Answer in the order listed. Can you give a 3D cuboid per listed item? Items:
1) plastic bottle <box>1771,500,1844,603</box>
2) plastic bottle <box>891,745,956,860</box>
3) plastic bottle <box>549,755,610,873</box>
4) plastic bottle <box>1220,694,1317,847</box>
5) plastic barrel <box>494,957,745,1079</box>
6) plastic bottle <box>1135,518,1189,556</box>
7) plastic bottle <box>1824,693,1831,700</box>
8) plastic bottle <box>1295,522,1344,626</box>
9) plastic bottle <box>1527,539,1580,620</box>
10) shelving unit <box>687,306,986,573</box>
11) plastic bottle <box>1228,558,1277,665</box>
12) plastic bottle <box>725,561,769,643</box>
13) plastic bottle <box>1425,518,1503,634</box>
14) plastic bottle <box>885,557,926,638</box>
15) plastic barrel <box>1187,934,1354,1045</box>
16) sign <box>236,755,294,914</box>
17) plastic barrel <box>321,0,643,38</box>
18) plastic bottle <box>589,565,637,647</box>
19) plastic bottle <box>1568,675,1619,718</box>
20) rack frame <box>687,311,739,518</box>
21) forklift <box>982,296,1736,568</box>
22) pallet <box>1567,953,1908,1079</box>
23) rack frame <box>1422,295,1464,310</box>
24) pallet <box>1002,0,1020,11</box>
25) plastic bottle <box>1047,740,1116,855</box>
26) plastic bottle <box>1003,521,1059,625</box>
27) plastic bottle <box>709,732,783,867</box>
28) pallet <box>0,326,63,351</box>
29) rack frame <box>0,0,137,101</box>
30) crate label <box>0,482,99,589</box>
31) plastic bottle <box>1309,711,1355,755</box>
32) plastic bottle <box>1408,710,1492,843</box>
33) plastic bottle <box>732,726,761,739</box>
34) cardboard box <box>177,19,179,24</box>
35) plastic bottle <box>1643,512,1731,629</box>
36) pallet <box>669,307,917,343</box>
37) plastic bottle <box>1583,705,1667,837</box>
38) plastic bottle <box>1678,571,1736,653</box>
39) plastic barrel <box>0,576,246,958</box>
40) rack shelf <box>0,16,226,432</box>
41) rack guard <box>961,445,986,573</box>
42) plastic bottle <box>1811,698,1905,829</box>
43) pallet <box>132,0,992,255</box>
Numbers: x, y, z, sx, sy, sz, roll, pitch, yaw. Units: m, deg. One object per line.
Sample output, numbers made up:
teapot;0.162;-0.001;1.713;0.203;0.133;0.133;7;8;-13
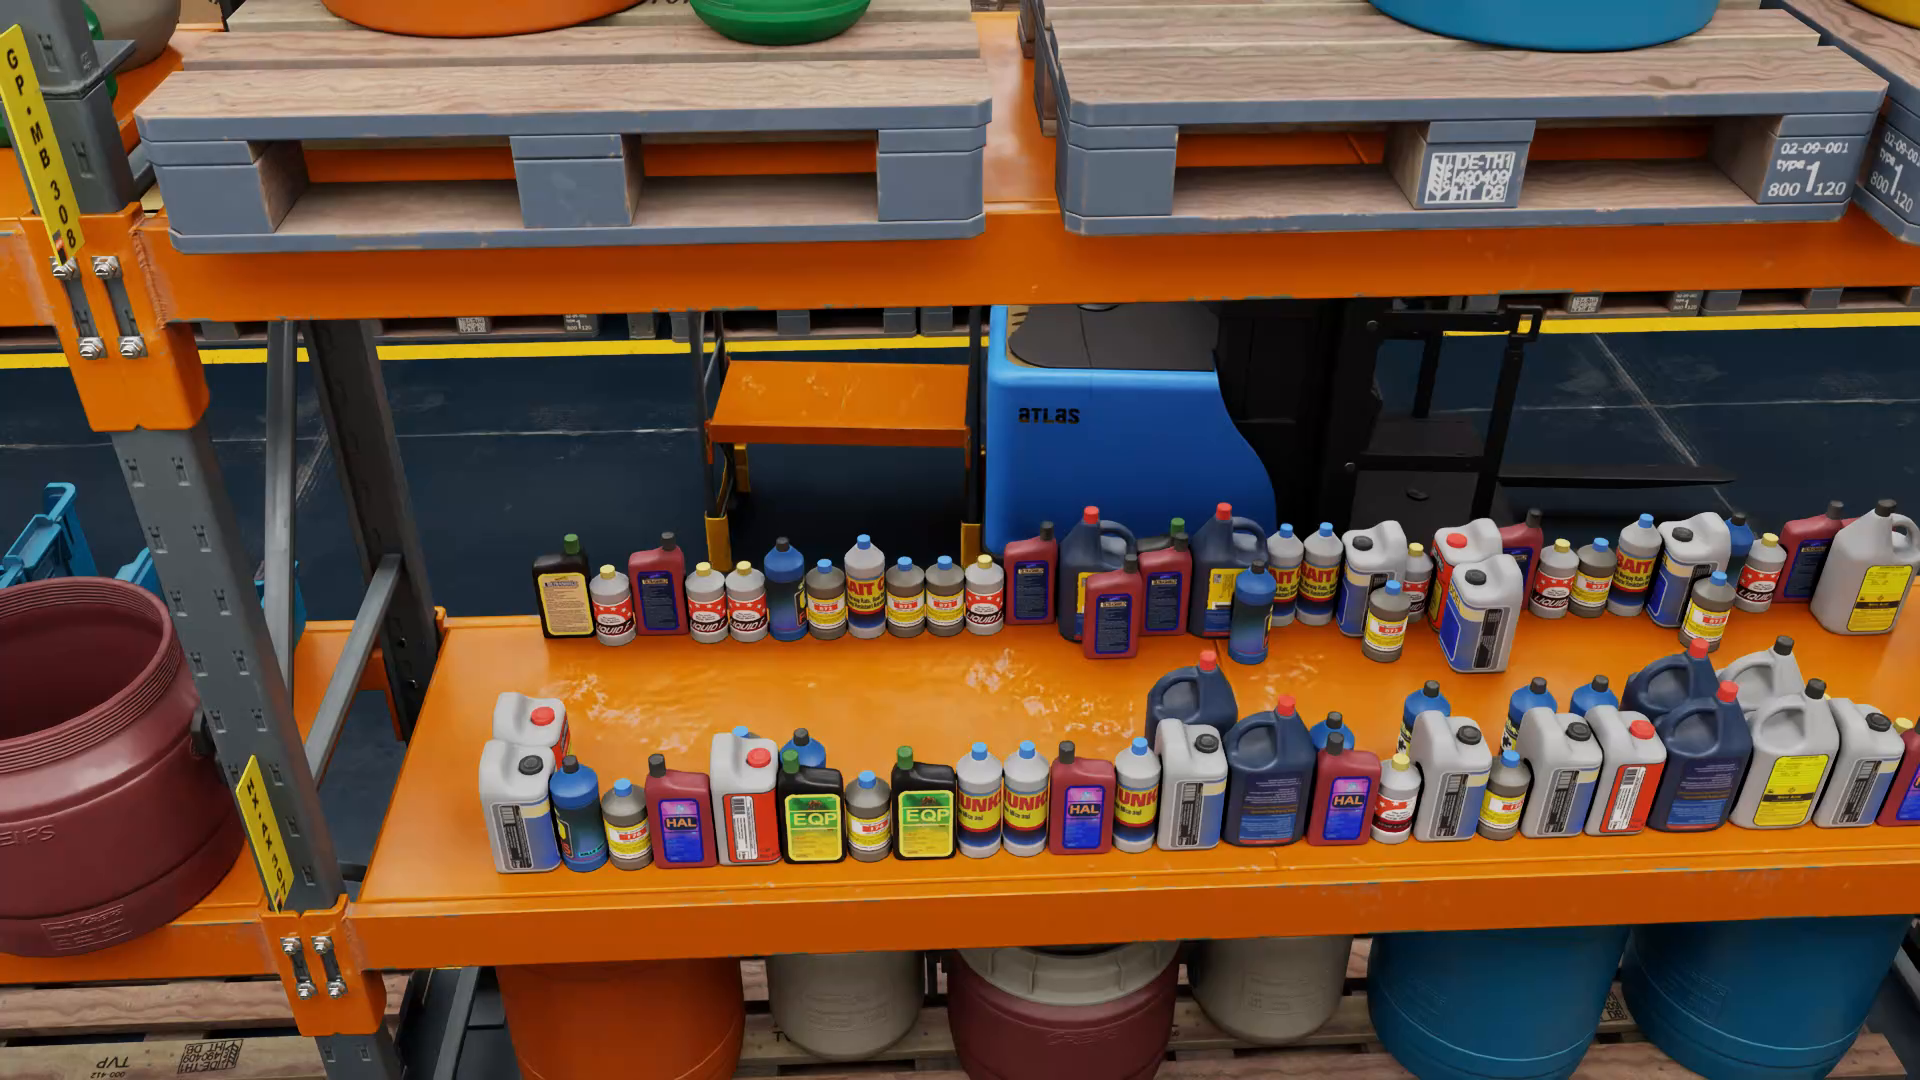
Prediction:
plastic bottle;2.125;0.028;4.176;0.133;0.283;0.061;-2;35;-2
plastic bottle;-0.075;0.541;3.435;0.133;0.283;0.061;-2;35;-2
plastic bottle;-0.786;0.554;3.426;0.097;0.271;0.097;0;35;0
plastic bottle;0.642;0.470;3.478;0.185;0.351;0.144;-2;35;-2
plastic barrel;-0.863;1.014;4.187;0.708;0.830;0.600;-2;35;-2
plastic bottle;0.492;0.072;4.112;0.133;0.283;0.061;-2;35;-2
plastic bottle;1.877;0.425;3.675;0.097;0.201;0.097;0;35;0
plastic bottle;0.891;0.077;4.116;0.097;0.271;0.097;0;35;0
plastic bottle;1.487;0.089;4.159;0.097;0.201;0.097;0;35;0
shelving unit;-0.440;-0.647;6.367;1.083;1.500;0.587;1;35;2
plastic bottle;0.703;0.164;3.990;0.097;0.271;0.097;0;35;0
plastic bottle;-0.523;0.144;4.081;0.097;0.201;0.097;0;35;0
plastic bottle;1.239;0.081;4.106;0.135;0.276;0.152;-2;35;-2
plastic bottle;-0.134;0.133;4.096;0.097;0.201;0.097;0;35;0
plastic barrel;0.825;1.048;4.417;0.421;0.512;0.421;0;35;0
sign;-1.318;0.562;3.158;0.005;0.325;0.100;-2;35;-2
plastic barrel;-0.784;-1.279;2.580;0.708;0.830;0.600;-2;35;-2
plastic bottle;-0.851;0.153;4.068;0.097;0.201;0.097;0;35;0
plastic bottle;1.373;0.410;3.635;0.097;0.271;0.097;0;35;0
rack frame;-0.957;-0.659;6.384;0.032;1.500;0.500;1;35;2
forklift;1.612;-1.143;5.825;3.031;2.935;1.130;1;35;2
pallet;1.872;1.353;4.610;1.213;0.211;1.003;-2;35;-2
rack frame;2.414;-2.607;7.880;0.127;3.000;1.000;-2;35;-2
pallet;0.361;-2.475;7.859;1.213;0.211;1.003;-2;35;-2
plastic bottle;0.253;0.532;3.448;0.133;0.283;0.061;-2;35;-2
plastic bottle;0.175;0.081;4.100;0.133;0.283;0.061;-2;35;-2
plastic bottle;-0.441;0.528;3.461;0.135;0.276;0.152;-2;35;-2
pallet;-4.843;-1.286;8.423;1.213;0.211;1.003;-2;35;-2
rack frame;-1.351;-2.150;1.949;0.127;3.000;1.000;-2;35;-2
crate label;-2.356;0.175;3.830;0.616;0.435;0.502;-2;35;-2
plastic bottle;0.781;0.477;3.537;0.097;0.271;0.097;0;35;0
plastic bottle;1.031;0.488;3.518;0.135;0.276;0.152;-2;35;-2
plastic bottle;-0.466;0.488;3.584;0.097;0.201;0.097;0;35;0
cardboard box;-3.783;-2.471;7.597;0.500;0.500;0.500;-1;35;-2
plastic bottle;1.799;0.066;4.128;0.135;0.276;0.152;-2;35;-2
pallet;-0.834;-1.351;8.516;1.213;0.211;1.003;-2;35;-2
plastic bottle;1.398;0.478;3.532;0.135;0.276;0.152;-2;35;-2
plastic bottle;1.823;0.167;4.047;0.097;0.201;0.097;0;35;0
plastic barrel;-1.800;0.446;3.350;0.708;0.536;0.600;-2;35;-2
rack shelf;-3.349;-0.567;2.929;4.000;0.370;1.077;-2;35;-2
rack guard;0.057;-0.122;6.707;0.087;0.250;0.587;1;35;2
plastic bottle;1.901;0.464;3.552;0.135;0.276;0.152;-2;35;-2
pallet;-0.582;-0.804;2.806;1.213;0.211;1.003;-2;35;-2
